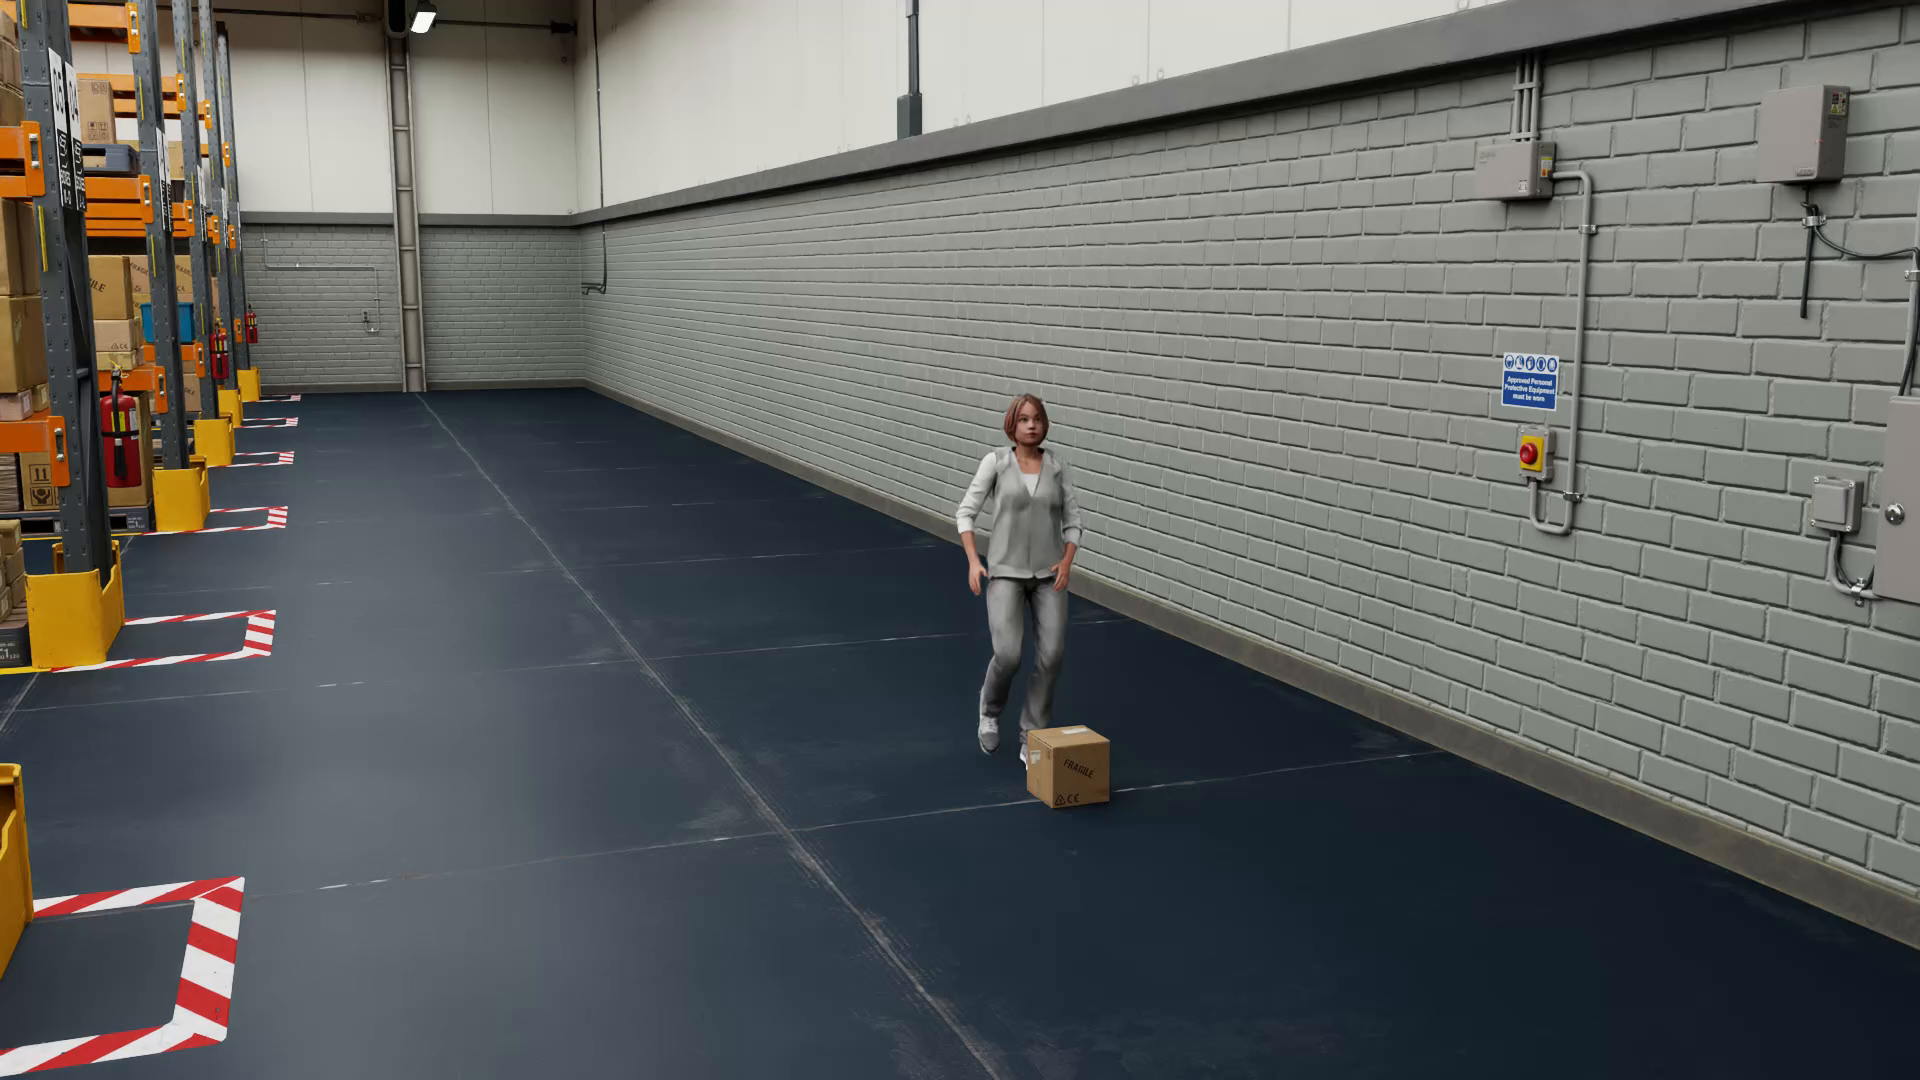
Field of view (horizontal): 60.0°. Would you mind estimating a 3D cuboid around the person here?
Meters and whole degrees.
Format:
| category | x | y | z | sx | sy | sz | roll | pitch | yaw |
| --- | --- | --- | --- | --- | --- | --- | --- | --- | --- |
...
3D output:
| category | x | y | z | sx | sy | sz | roll | pitch | yaw |
| --- | --- | --- | --- | --- | --- | --- | --- | --- | --- |
| person | 0.278 | 0.172 | 6.989 | 0.528 | 1.562 | 0.468 | -2 | 9 | -12 |
